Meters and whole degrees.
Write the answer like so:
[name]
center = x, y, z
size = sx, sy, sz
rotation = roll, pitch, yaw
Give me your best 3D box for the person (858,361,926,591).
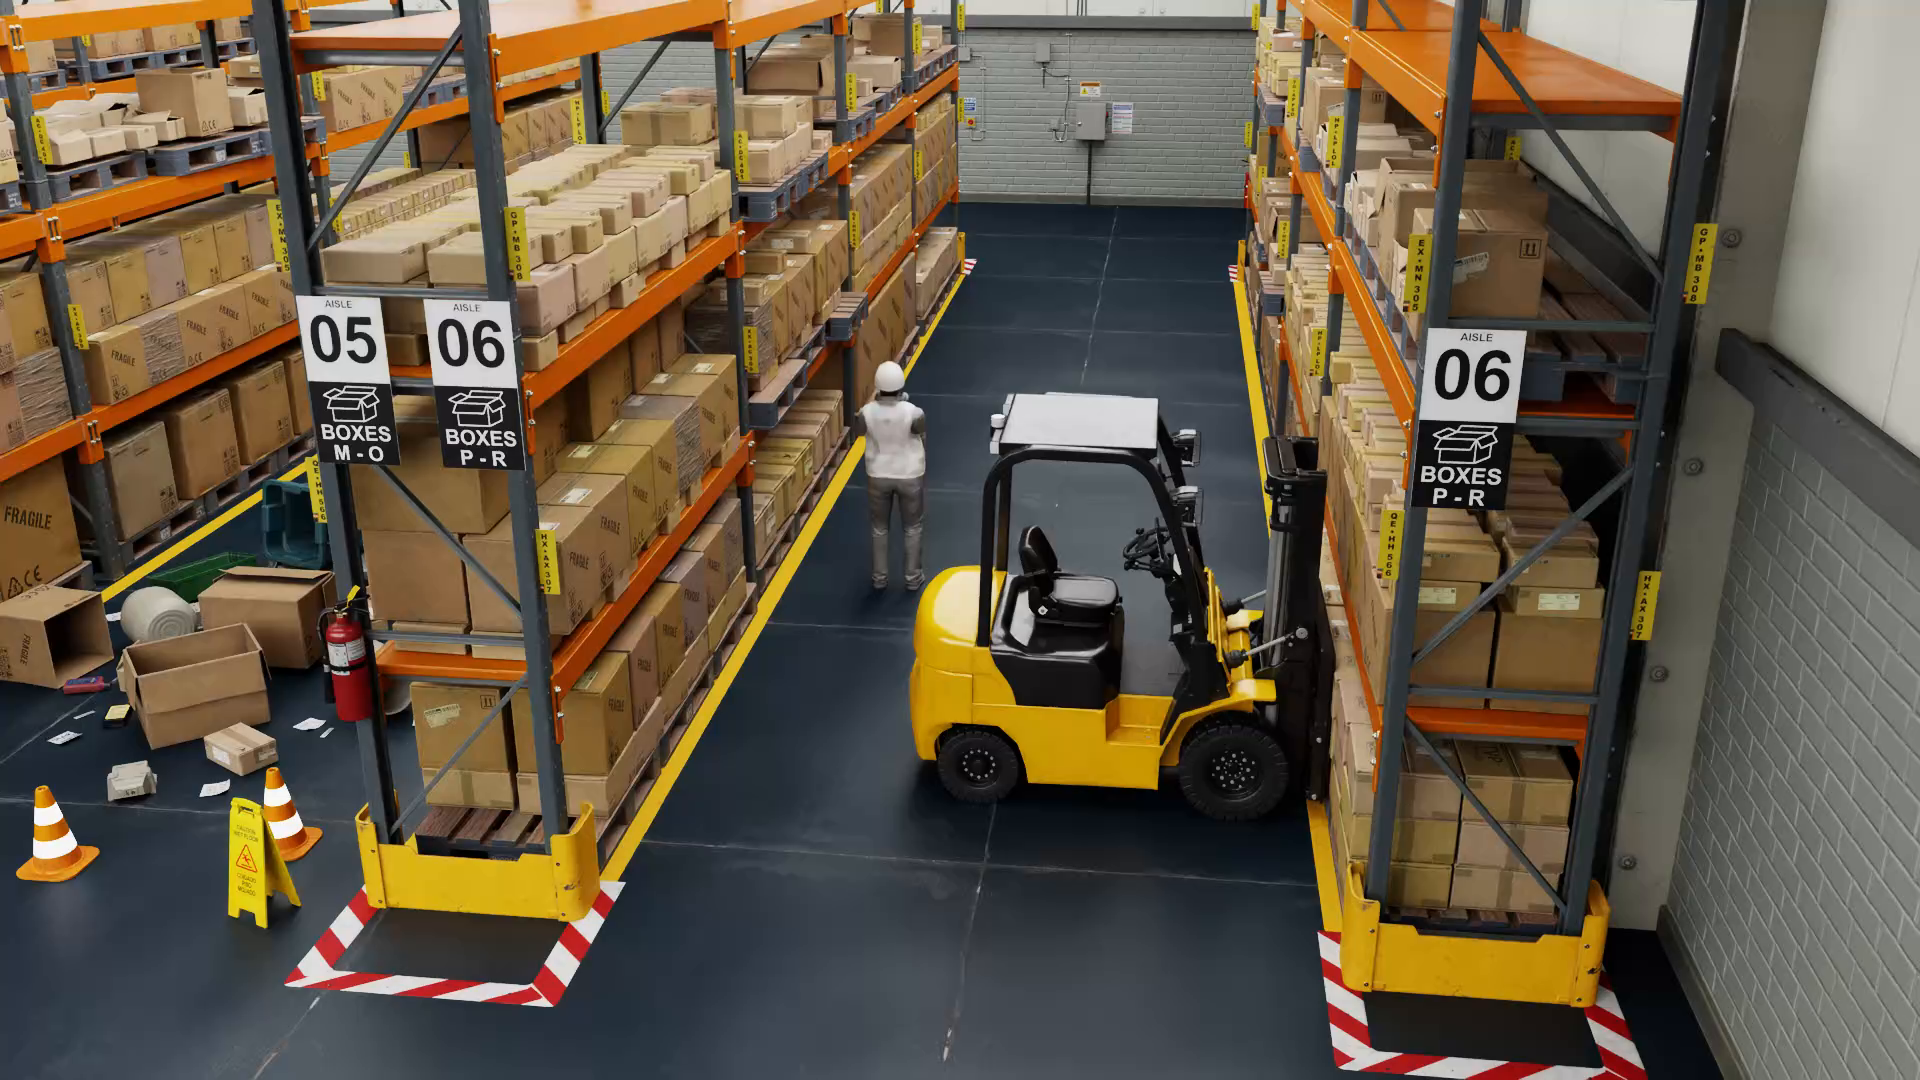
[person]
center = -0.485, -0.512, 12.391
size = 0.494, 1.762, 0.564
rotation = 2, 21, 6
